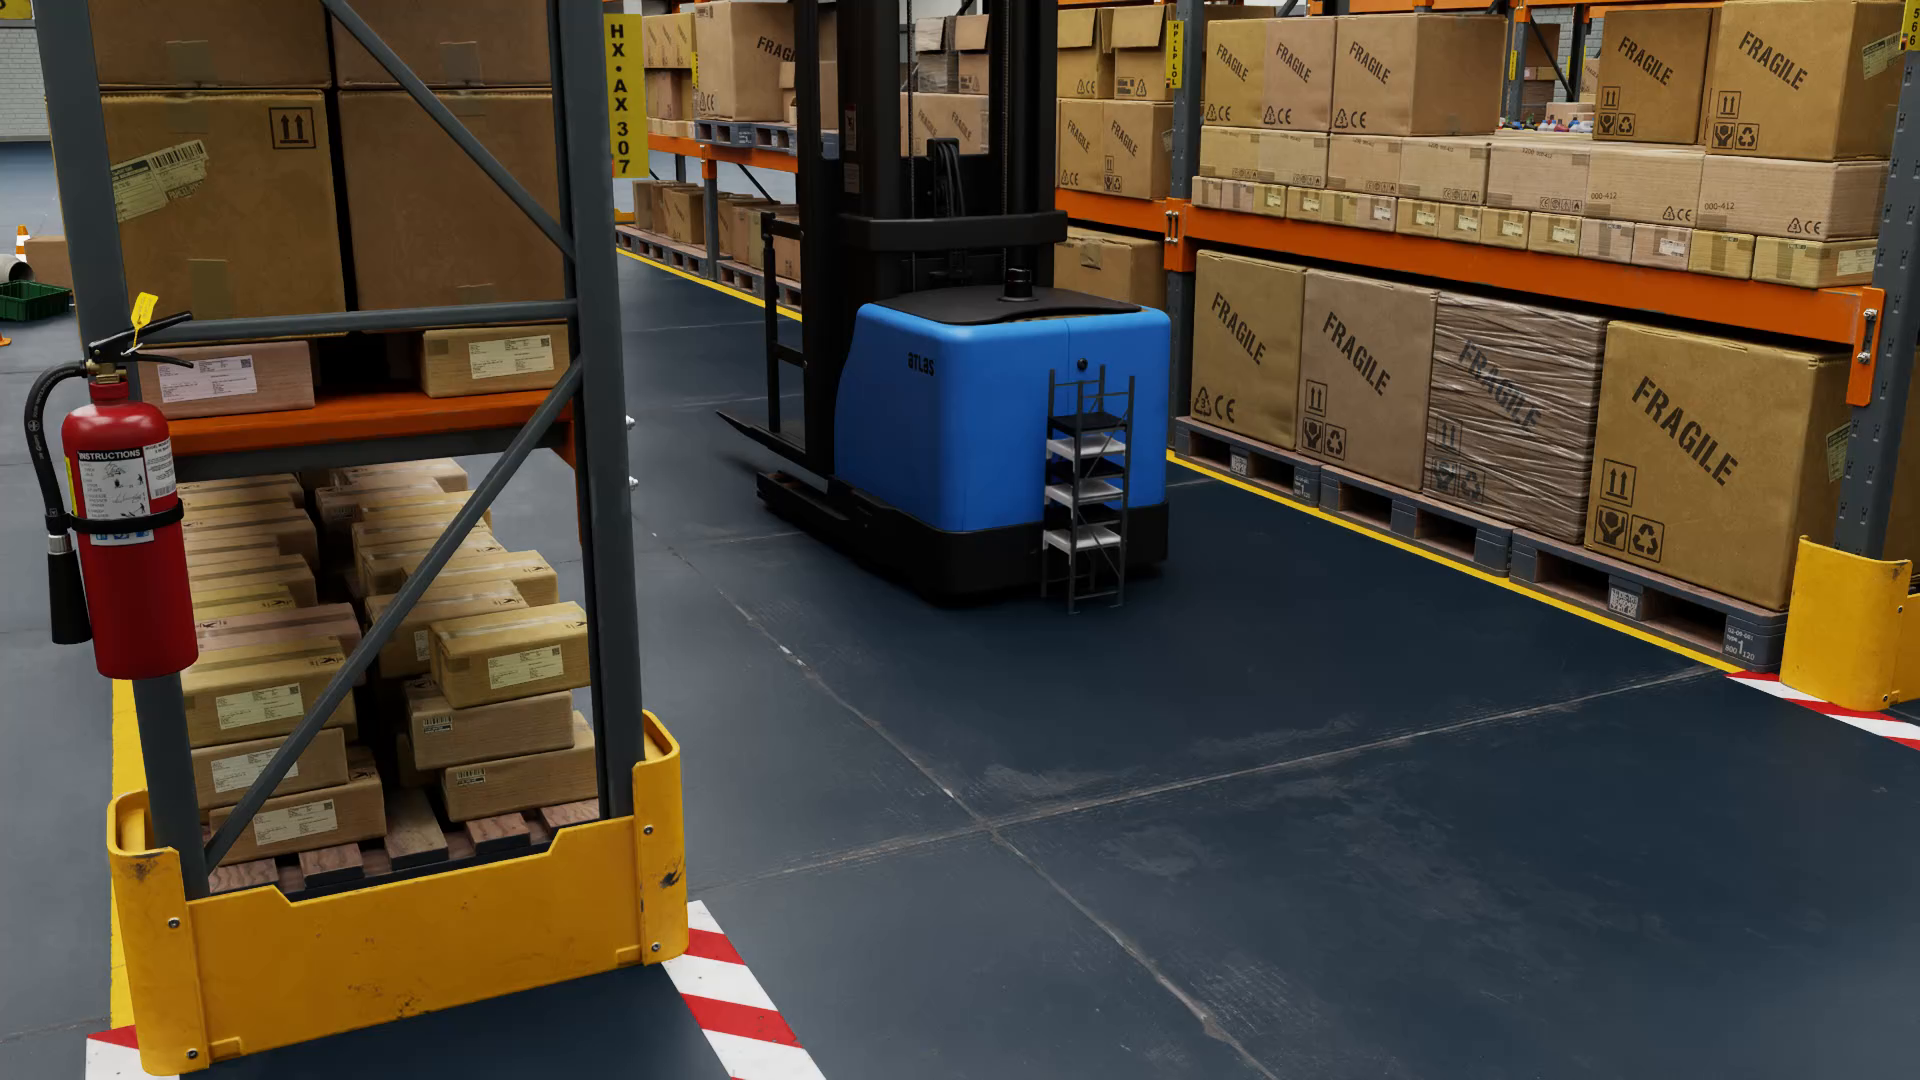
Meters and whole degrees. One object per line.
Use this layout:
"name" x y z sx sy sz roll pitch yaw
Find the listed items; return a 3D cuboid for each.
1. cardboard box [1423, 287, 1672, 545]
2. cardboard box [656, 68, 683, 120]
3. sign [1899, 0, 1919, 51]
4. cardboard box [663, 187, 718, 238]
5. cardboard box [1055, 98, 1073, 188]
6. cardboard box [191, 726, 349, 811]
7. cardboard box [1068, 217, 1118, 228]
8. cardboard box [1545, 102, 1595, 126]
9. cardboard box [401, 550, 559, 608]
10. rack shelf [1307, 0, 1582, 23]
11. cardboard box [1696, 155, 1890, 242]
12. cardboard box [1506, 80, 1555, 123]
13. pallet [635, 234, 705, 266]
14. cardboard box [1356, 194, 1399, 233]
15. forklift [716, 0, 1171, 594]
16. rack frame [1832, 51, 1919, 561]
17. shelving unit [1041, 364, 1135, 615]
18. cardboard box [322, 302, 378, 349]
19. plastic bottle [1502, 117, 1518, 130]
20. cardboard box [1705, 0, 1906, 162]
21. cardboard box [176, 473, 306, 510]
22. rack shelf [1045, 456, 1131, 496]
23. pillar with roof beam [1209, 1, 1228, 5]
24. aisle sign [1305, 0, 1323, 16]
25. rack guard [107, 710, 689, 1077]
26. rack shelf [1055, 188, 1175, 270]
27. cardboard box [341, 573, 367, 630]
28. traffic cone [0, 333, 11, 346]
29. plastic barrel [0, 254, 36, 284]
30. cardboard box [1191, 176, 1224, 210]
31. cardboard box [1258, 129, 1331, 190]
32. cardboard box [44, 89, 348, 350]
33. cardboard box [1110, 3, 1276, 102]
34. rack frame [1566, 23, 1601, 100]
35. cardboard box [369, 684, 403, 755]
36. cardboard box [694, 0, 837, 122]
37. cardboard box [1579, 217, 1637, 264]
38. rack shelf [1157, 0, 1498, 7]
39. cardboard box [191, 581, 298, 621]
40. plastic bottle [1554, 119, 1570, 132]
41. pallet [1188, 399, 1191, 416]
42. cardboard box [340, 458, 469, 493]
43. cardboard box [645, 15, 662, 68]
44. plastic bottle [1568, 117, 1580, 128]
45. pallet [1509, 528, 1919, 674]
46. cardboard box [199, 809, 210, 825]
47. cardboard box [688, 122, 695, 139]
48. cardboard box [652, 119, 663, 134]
"cardboard box" 2.569 -0.558 6.849 0.875 0.875 0.875 -8 18 -25
"cardboard box" -2.576 -4.529 16.873 0.875 0.500 0.500 -8 18 -25
"sign" 2.826 -1.611 4.899 0.100 0.325 0.005 -8 18 -25
"cardboard box" -2.881 -3.512 17.822 0.500 0.500 0.500 -6 17 -20
"cardboard box" 0.671 -2.378 9.918 0.500 0.500 0.500 -8 18 -26
"cardboard box" -1.671 0.500 3.937 0.380 0.149 0.250 -8 18 -26
"cardboard box" 0.877 -1.553 10.316 1.225 0.875 0.875 -8 18 -27
"cardboard box" 7.224 -4.986 19.459 0.500 0.250 0.500 -6 17 -21
"cardboard box" -1.331 0.151 4.615 0.380 0.149 0.250 -8 18 -25
"rack shelf" 6.093 -6.767 21.258 1.077 0.370 4.000 -8 18 -25
"cardboard box" 2.869 -1.162 5.595 0.500 0.250 0.500 -8 18 -26
"cardboard box" 6.769 -5.332 20.212 0.700 0.500 0.500 -8 18 -26
"pallet" -2.802 -3.103 17.682 1.003 0.211 1.213 -8 18 -25
"cardboard box" 1.966 -1.439 7.283 0.380 0.149 0.250 -7 18 -24
"forklift" -0.295 -1.562 7.381 1.130 2.935 3.031 -8 18 -27
"rack frame" 3.320 -1.003 5.308 1.000 3.000 0.127 -8 18 -25
"shelving unit" 0.477 -0.189 6.262 0.258 0.900 0.210 -8 21 -26
"cardboard box" -1.486 -0.607 4.383 0.380 0.149 0.250 -7 17 -22
"plastic bottle" 4.387 -3.229 13.277 0.061 0.283 0.133 -8 18 -25
"cardboard box" 2.870 -1.523 5.494 0.500 0.500 0.500 -7 18 -24
"cardboard box" -2.382 -0.103 5.500 0.380 0.149 0.250 -8 18 -27
"rack shelf" 0.478 -0.243 6.244 0.258 0.077 0.200 -8 21 -26
"pillar with roof beam" 1.626 -12.036 32.878 9.100 9.000 0.400 -8 18 -25
"aisle sign" 4.913 -7.395 22.870 0.394 0.787 0.004 -8 18 -25
"rack guard" -1.216 0.754 3.717 1.175 0.500 0.348 -8 18 -25
"rack shelf" 0.691 -2.145 10.591 1.077 0.370 4.000 -8 18 -25
"cardboard box" -1.654 0.180 5.053 0.380 0.149 0.250 -9 18 -28
"traffic cone" -7.210 -1.670 12.231 0.336 0.463 0.334 -8 18 -25
"plastic barrel" -8.316 -2.262 14.365 0.512 0.421 0.421 4 16 13
"cardboard box" 1.398 -1.761 8.403 0.380 0.149 0.250 -8 18 -25
"cardboard box" 1.751 -1.794 7.796 0.500 0.250 0.500 -8 18 -25
"cardboard box" -1.611 -0.700 3.532 0.500 0.500 0.500 -7 18 -24
"cardboard box" 1.280 -2.682 9.160 0.797 0.503 0.637 -8 18 -26
"rack frame" 9.668 -6.766 25.390 1.000 3.000 0.127 -8 18 -25
"cardboard box" -1.428 0.455 4.633 0.380 0.149 0.250 -7 18 -24
"cardboard box" -1.715 -4.255 14.790 1.000 1.000 1.000 -8 18 -25
"cardboard box" 2.534 -1.120 6.170 0.380 0.149 0.250 -7 18 -24
"rack shelf" 3.391 -5.177 15.720 1.077 0.370 4.000 -8 18 -25
"cardboard box" -1.929 0.235 4.322 0.380 0.149 0.250 -8 18 -26
"plastic bottle" 4.632 -3.091 12.794 0.061 0.283 0.133 -8 18 -25
"pallet" 1.162 -0.837 9.784 1.003 0.211 1.213 -8 18 -25
"cardboard box" -1.908 -0.167 5.722 0.380 0.149 0.250 -8 18 -27
"cardboard box" -2.820 -4.976 16.621 0.500 0.500 0.500 -8 18 -25
"plastic bottle" 5.049 -3.338 13.679 0.097 0.271 0.097 0 16 0
"pallet" 2.899 0.149 6.351 1.003 0.211 1.213 -8 18 -25
"cardboard box" -1.805 0.583 4.189 0.380 0.149 0.250 -7 17 -23
"cardboard box" -2.397 -3.939 15.993 0.380 0.149 0.250 -8 18 -25
"cardboard box" -2.940 -4.249 17.076 0.380 0.149 0.250 -8 18 -25
